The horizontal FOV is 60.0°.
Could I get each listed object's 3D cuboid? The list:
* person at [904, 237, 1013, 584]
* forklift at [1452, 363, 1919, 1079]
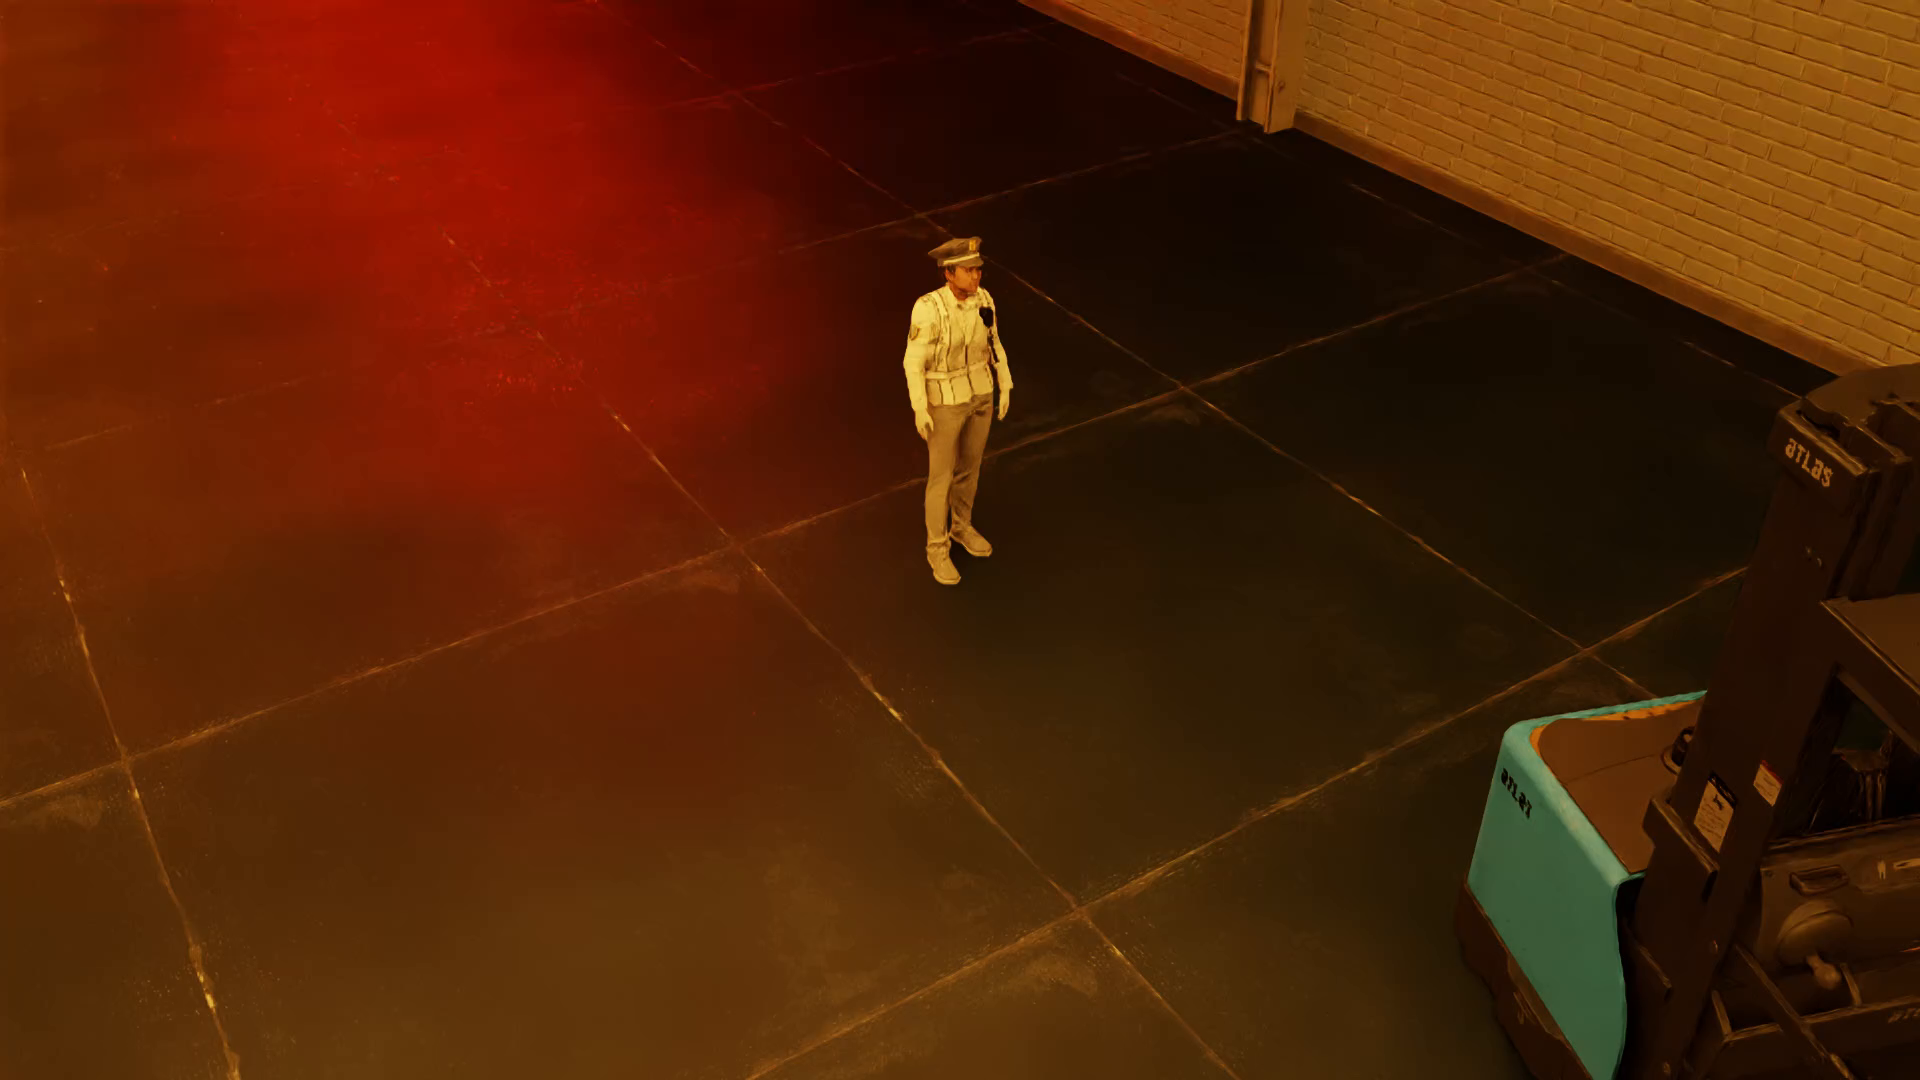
[{"bbox_3d":[0.031,-0.665,8.156,0.586,1.695,0.533,-21,40,-27],"label":"person"},{"bbox_3d":[2.742,1.092,4.594,1.130,2.935,3.031,-8,36,-11],"label":"forklift"}]
